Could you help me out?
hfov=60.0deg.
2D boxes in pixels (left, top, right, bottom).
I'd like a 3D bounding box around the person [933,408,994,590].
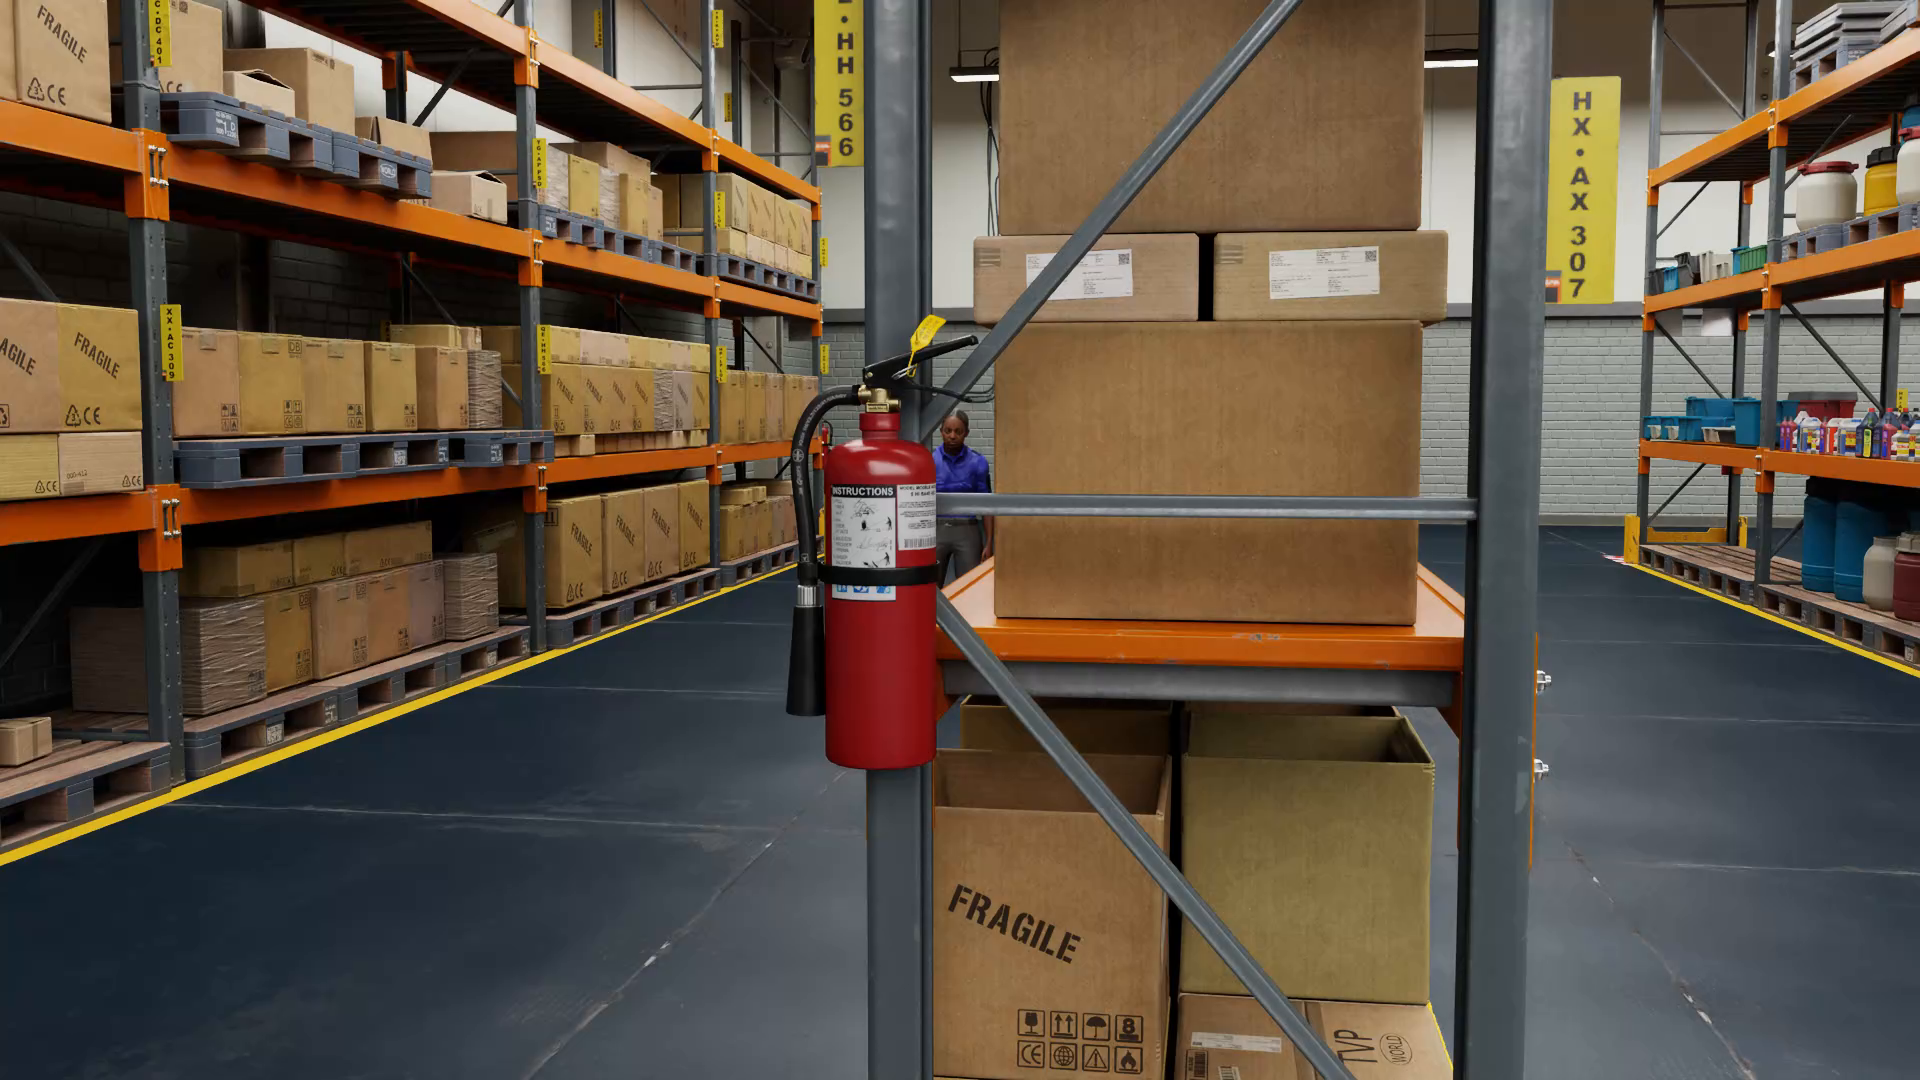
[{"bbox_3d":[-0.059,0.035,9.994,0.531,1.656,0.346,0,5,5],"label":"person"}]
